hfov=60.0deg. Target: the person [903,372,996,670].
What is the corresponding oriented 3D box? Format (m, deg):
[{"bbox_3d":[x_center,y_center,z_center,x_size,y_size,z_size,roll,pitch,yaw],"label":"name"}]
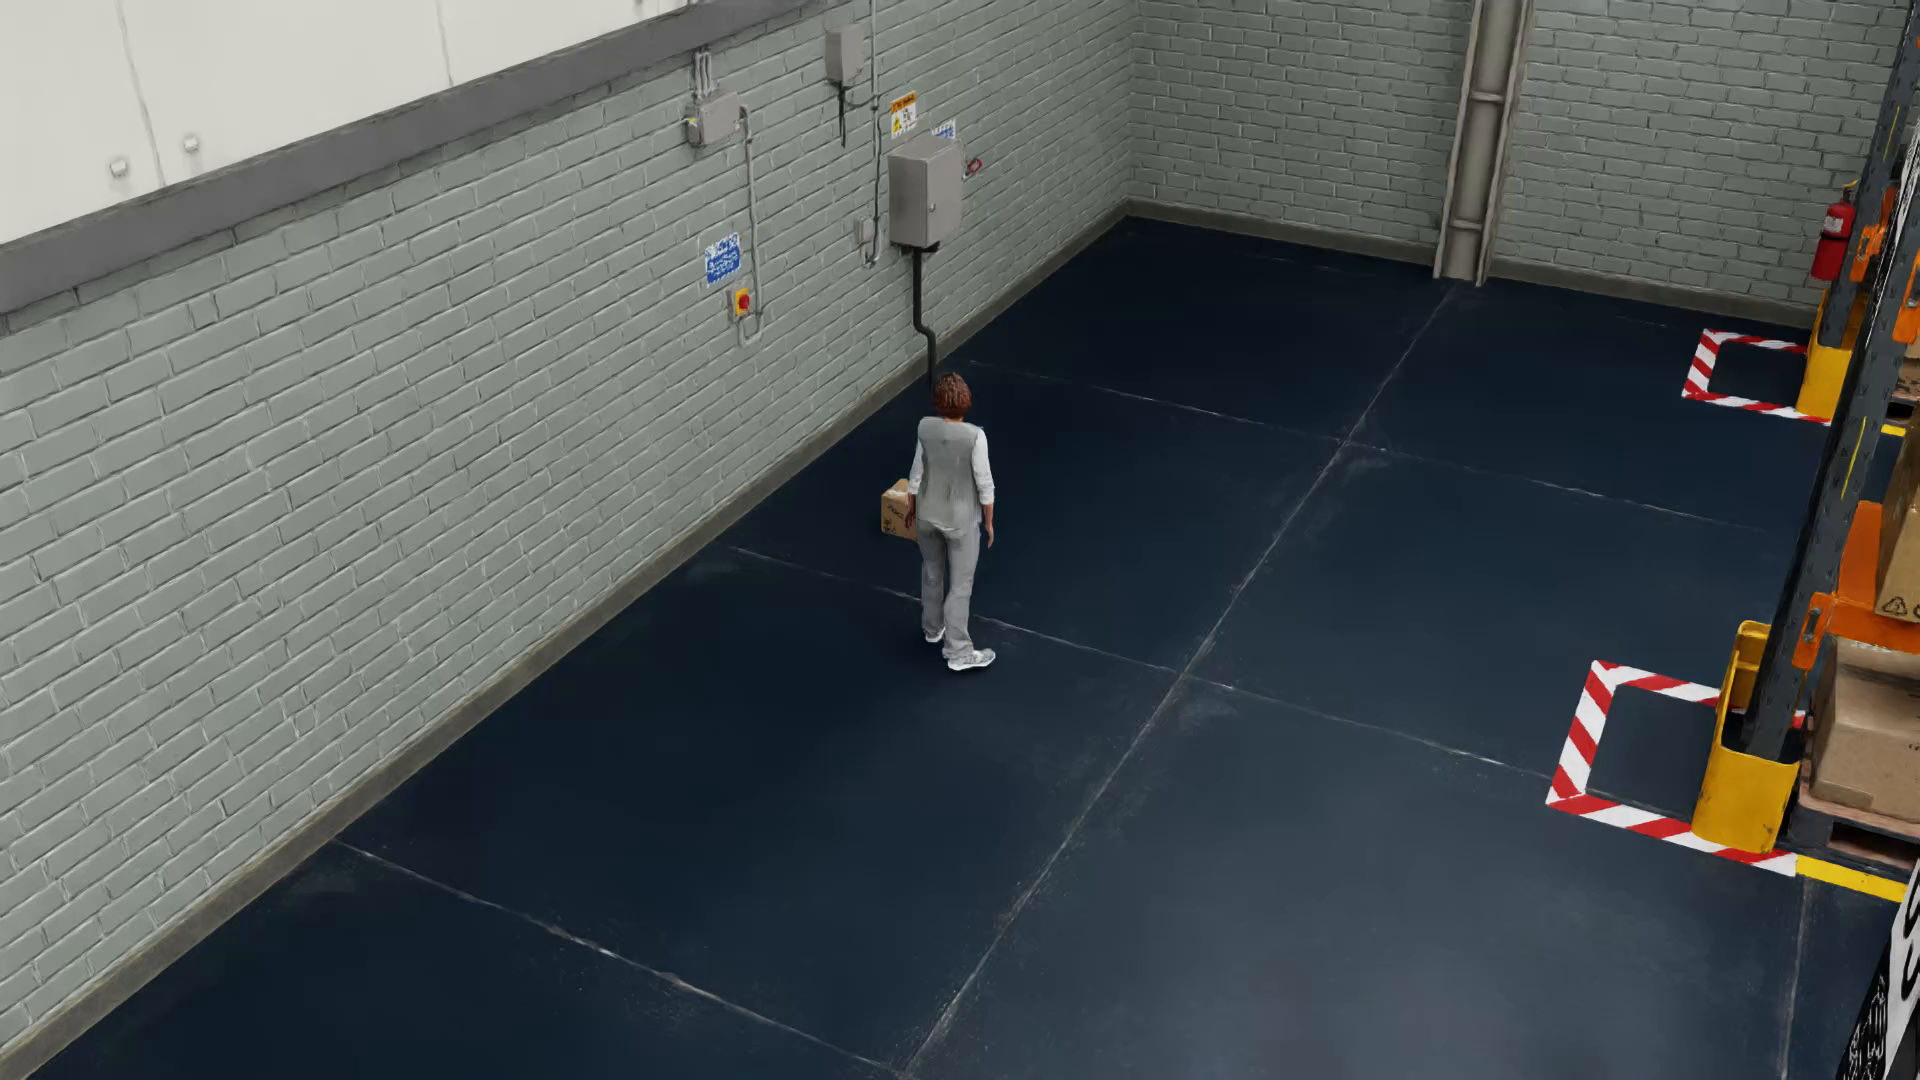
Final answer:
[{"bbox_3d":[-0.036,-0.118,8.446,0.519,1.593,0.456,14,33,22],"label":"person"}]
